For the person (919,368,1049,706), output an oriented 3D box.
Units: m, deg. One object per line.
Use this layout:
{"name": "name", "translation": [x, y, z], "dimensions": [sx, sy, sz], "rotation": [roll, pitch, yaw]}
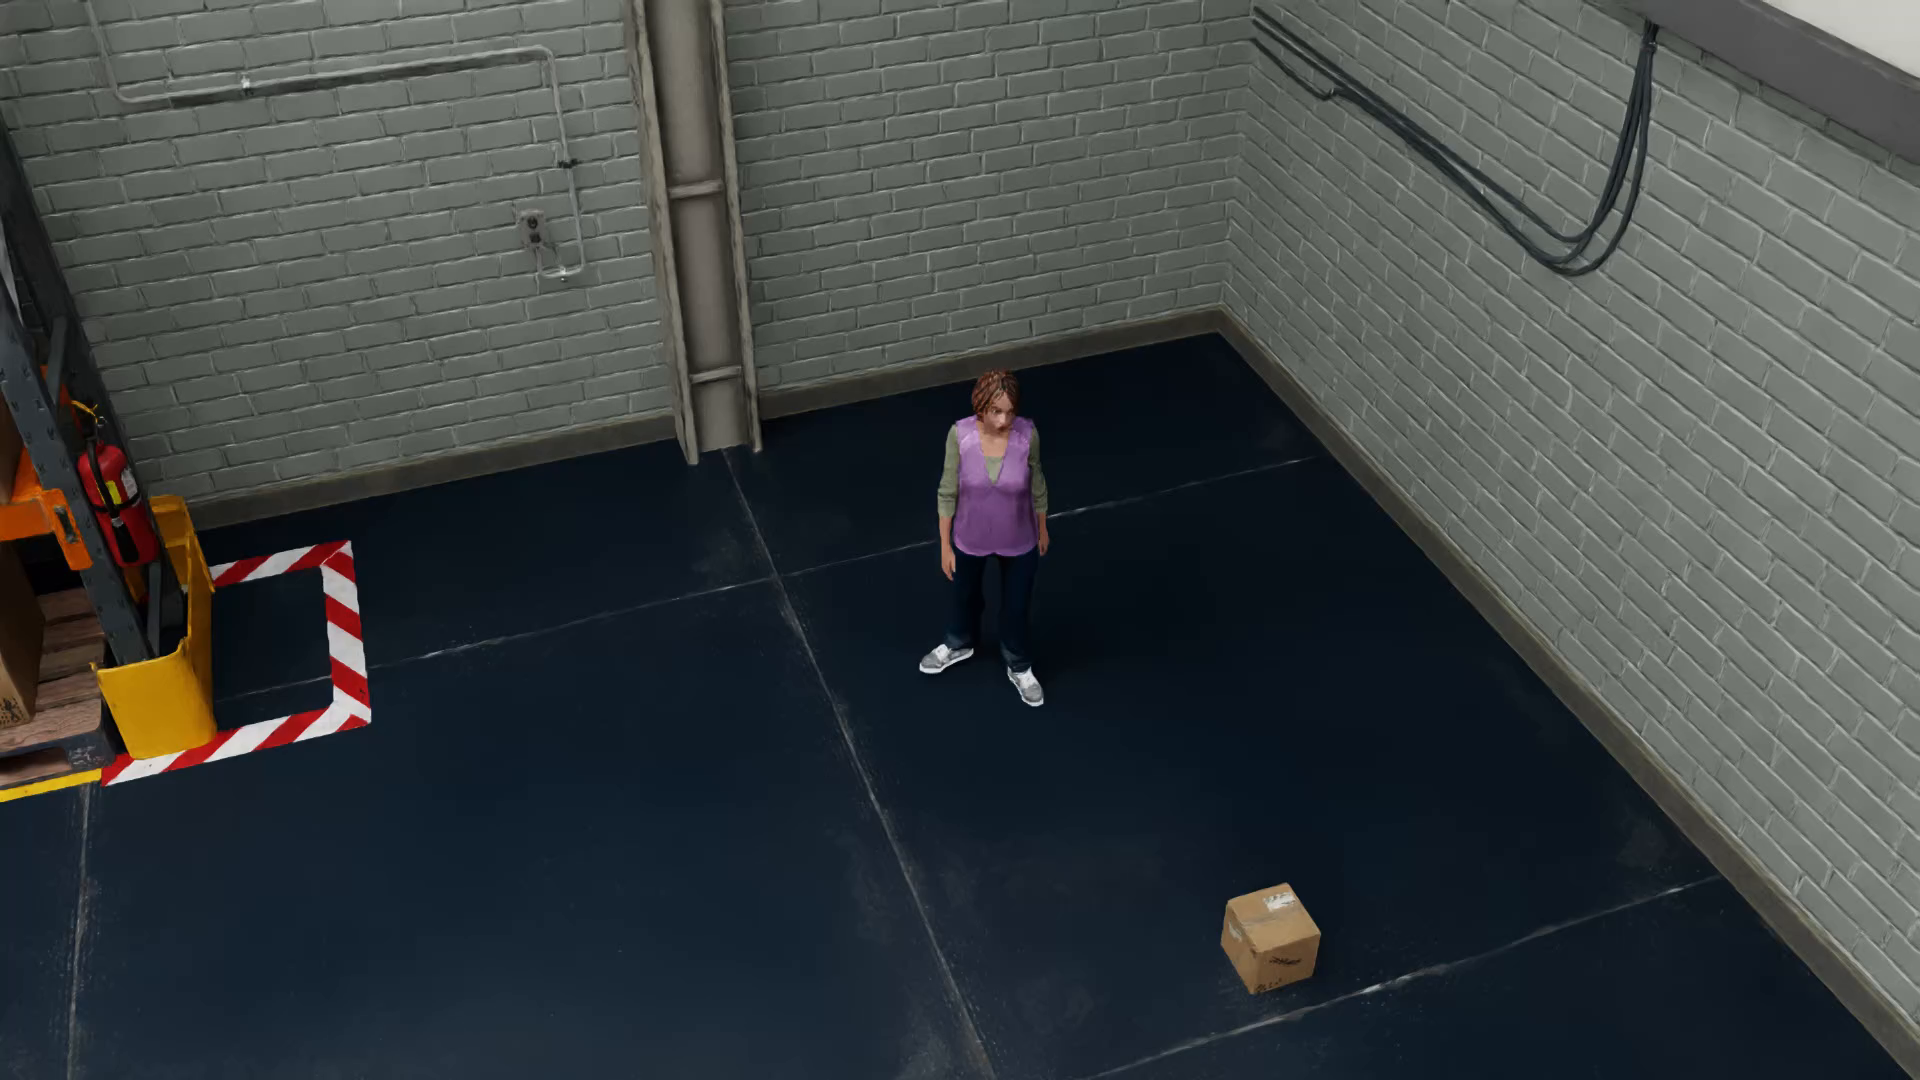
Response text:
{"name": "person", "translation": [0.094, -0.017, 6.795], "dimensions": [0.549, 1.604, 0.378], "rotation": [1, 38, 2]}
